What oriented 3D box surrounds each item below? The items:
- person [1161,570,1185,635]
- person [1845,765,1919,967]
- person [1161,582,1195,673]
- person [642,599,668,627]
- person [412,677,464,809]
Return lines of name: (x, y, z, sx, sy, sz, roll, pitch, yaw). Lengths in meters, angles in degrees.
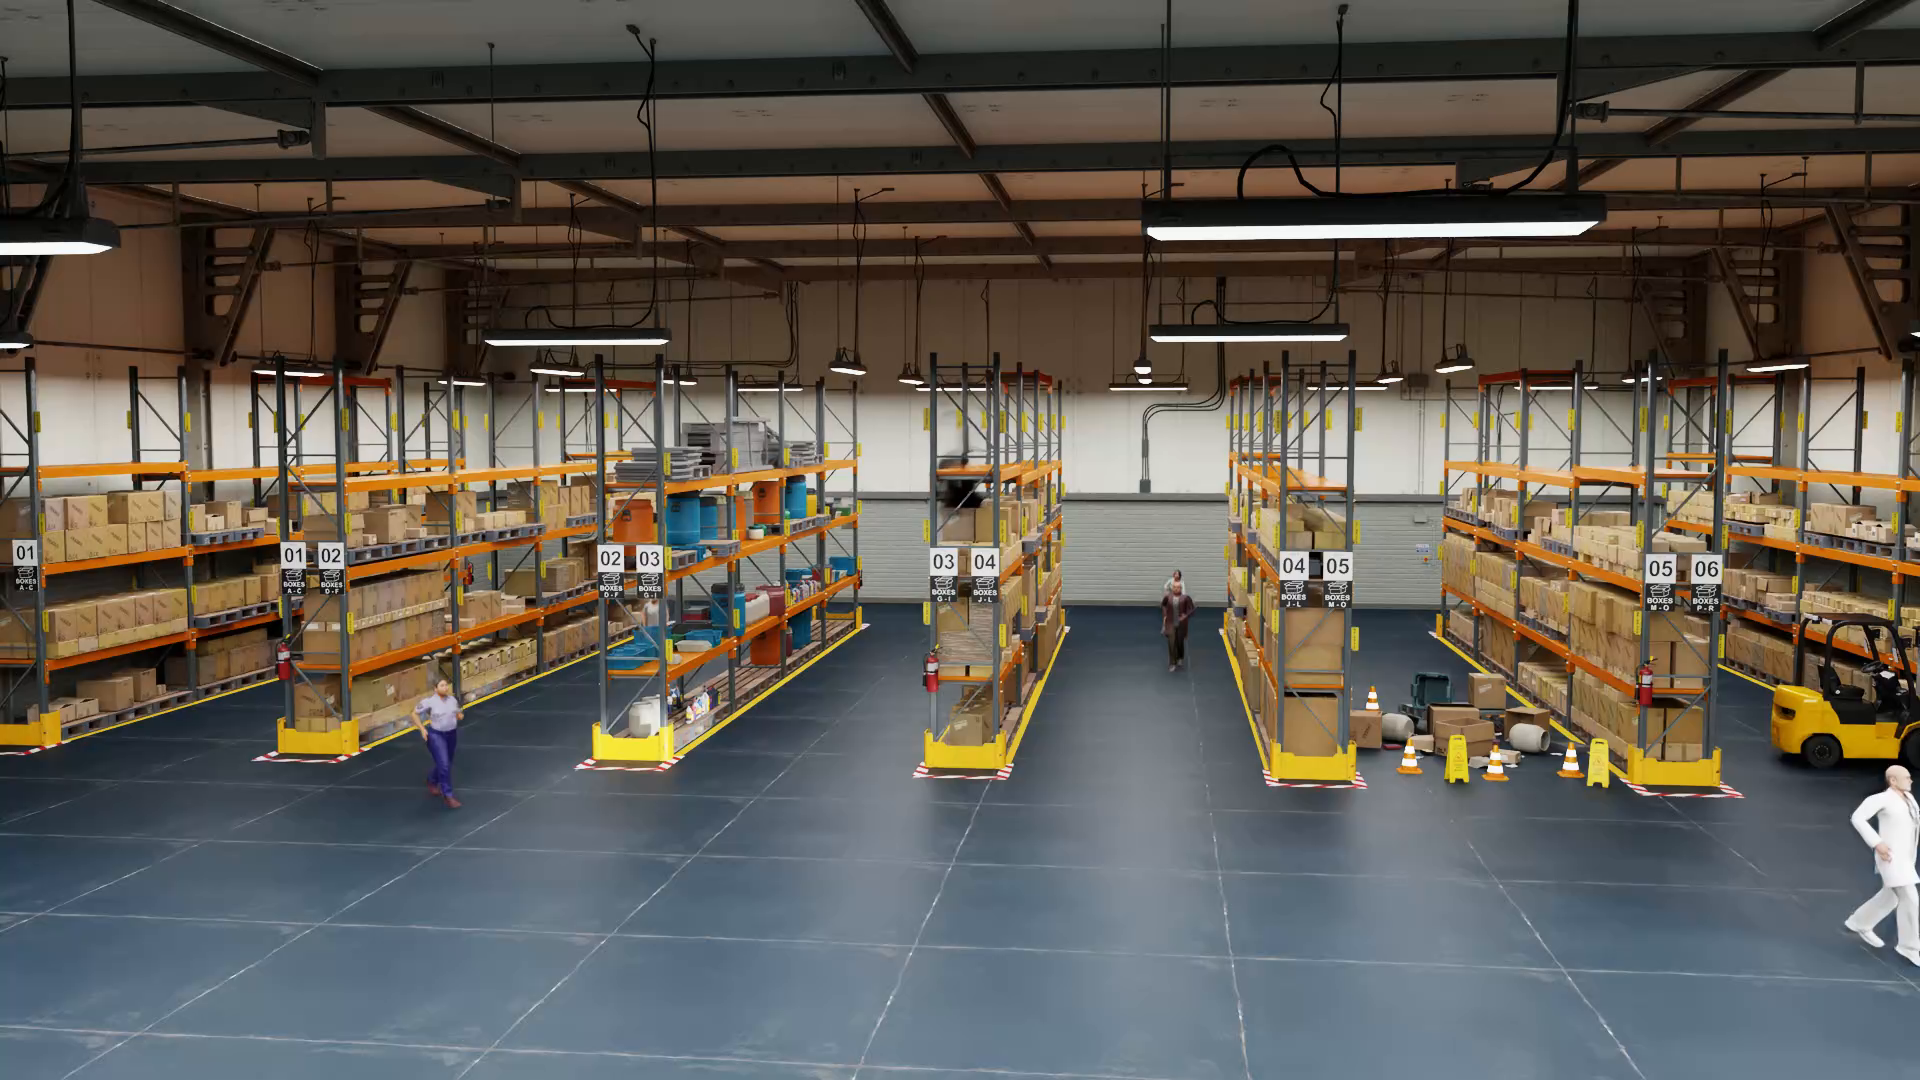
person: (5.005, 1.463, 39.006, 0.583, 1.552, 0.617, 1, 4, 16)
person: (8.726, 3.008, 15.552, 0.694, 1.822, 0.876, -3, 5, -37)
person: (4.394, 1.781, 33.610, 0.712, 1.713, 0.994, 1, 4, 12)
person: (-6.197, 1.811, 33.704, 0.550, 1.620, 0.592, 0, 4, -2)
person: (-6.784, 2.630, 21.775, 0.920, 1.642, 0.598, 3, 5, 35)
